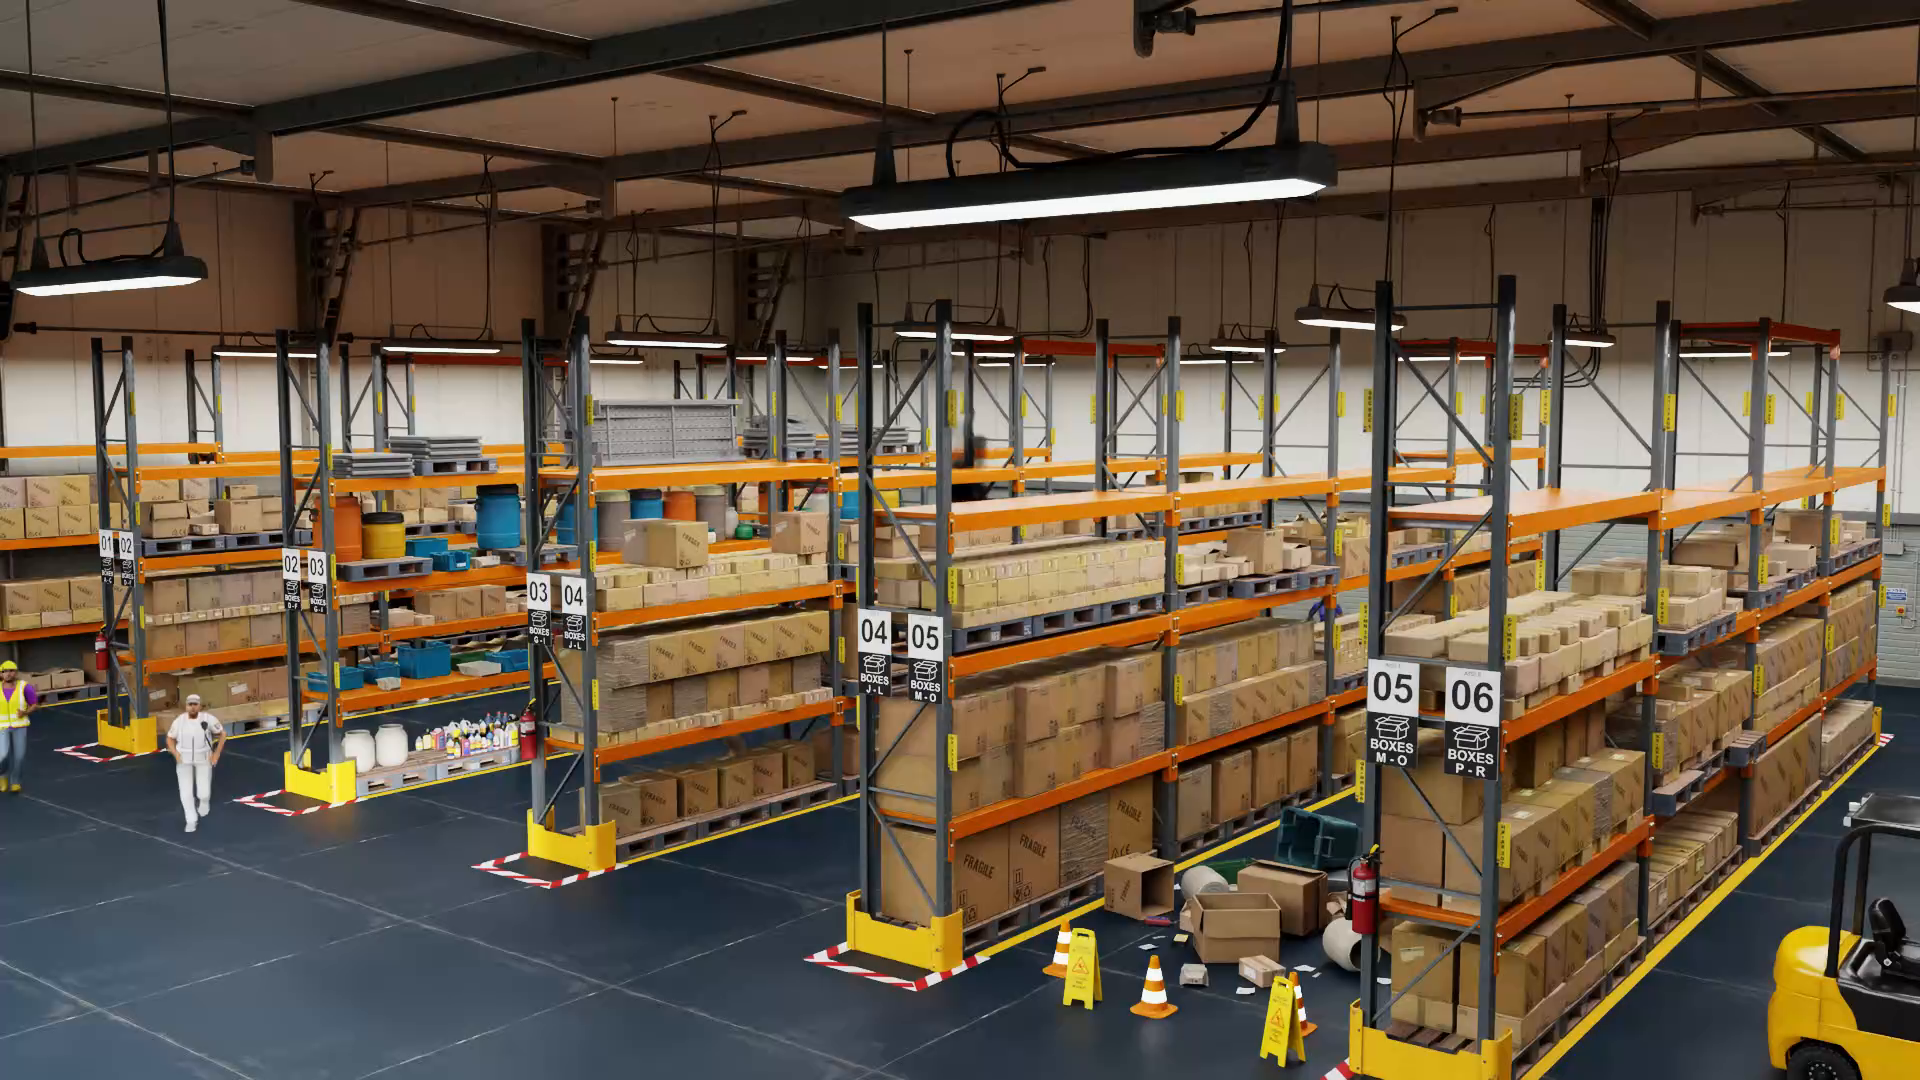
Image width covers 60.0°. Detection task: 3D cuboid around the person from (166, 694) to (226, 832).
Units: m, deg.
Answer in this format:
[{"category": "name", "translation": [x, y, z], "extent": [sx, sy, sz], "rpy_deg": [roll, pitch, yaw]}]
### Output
[{"category": "person", "translation": [-9.136, 2.643, 19.904], "extent": [0.651, 1.632, 0.598], "rpy_deg": [-2, 5, -20]}]

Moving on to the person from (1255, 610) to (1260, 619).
[{"category": "person", "translation": [5.000, 1.903, 27.558], "extent": [0.658, 1.736, 0.601], "rpy_deg": [3, 6, 29]}]

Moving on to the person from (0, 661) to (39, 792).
[{"category": "person", "translation": [-12.265, 2.419, 21.458], "extent": [0.686, 1.724, 0.638], "rpy_deg": [-3, 6, -31]}]

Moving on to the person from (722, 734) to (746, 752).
[{"category": "person", "translation": [-3.134, 2.348, 22.840], "extent": [0.680, 1.800, 0.752], "rpy_deg": [4, 6, 40]}]

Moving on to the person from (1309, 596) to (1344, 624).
[{"category": "person", "translation": [6.738, 1.708, 30.437], "extent": [0.613, 1.665, 0.767], "rpy_deg": [-1, 5, -7]}]
